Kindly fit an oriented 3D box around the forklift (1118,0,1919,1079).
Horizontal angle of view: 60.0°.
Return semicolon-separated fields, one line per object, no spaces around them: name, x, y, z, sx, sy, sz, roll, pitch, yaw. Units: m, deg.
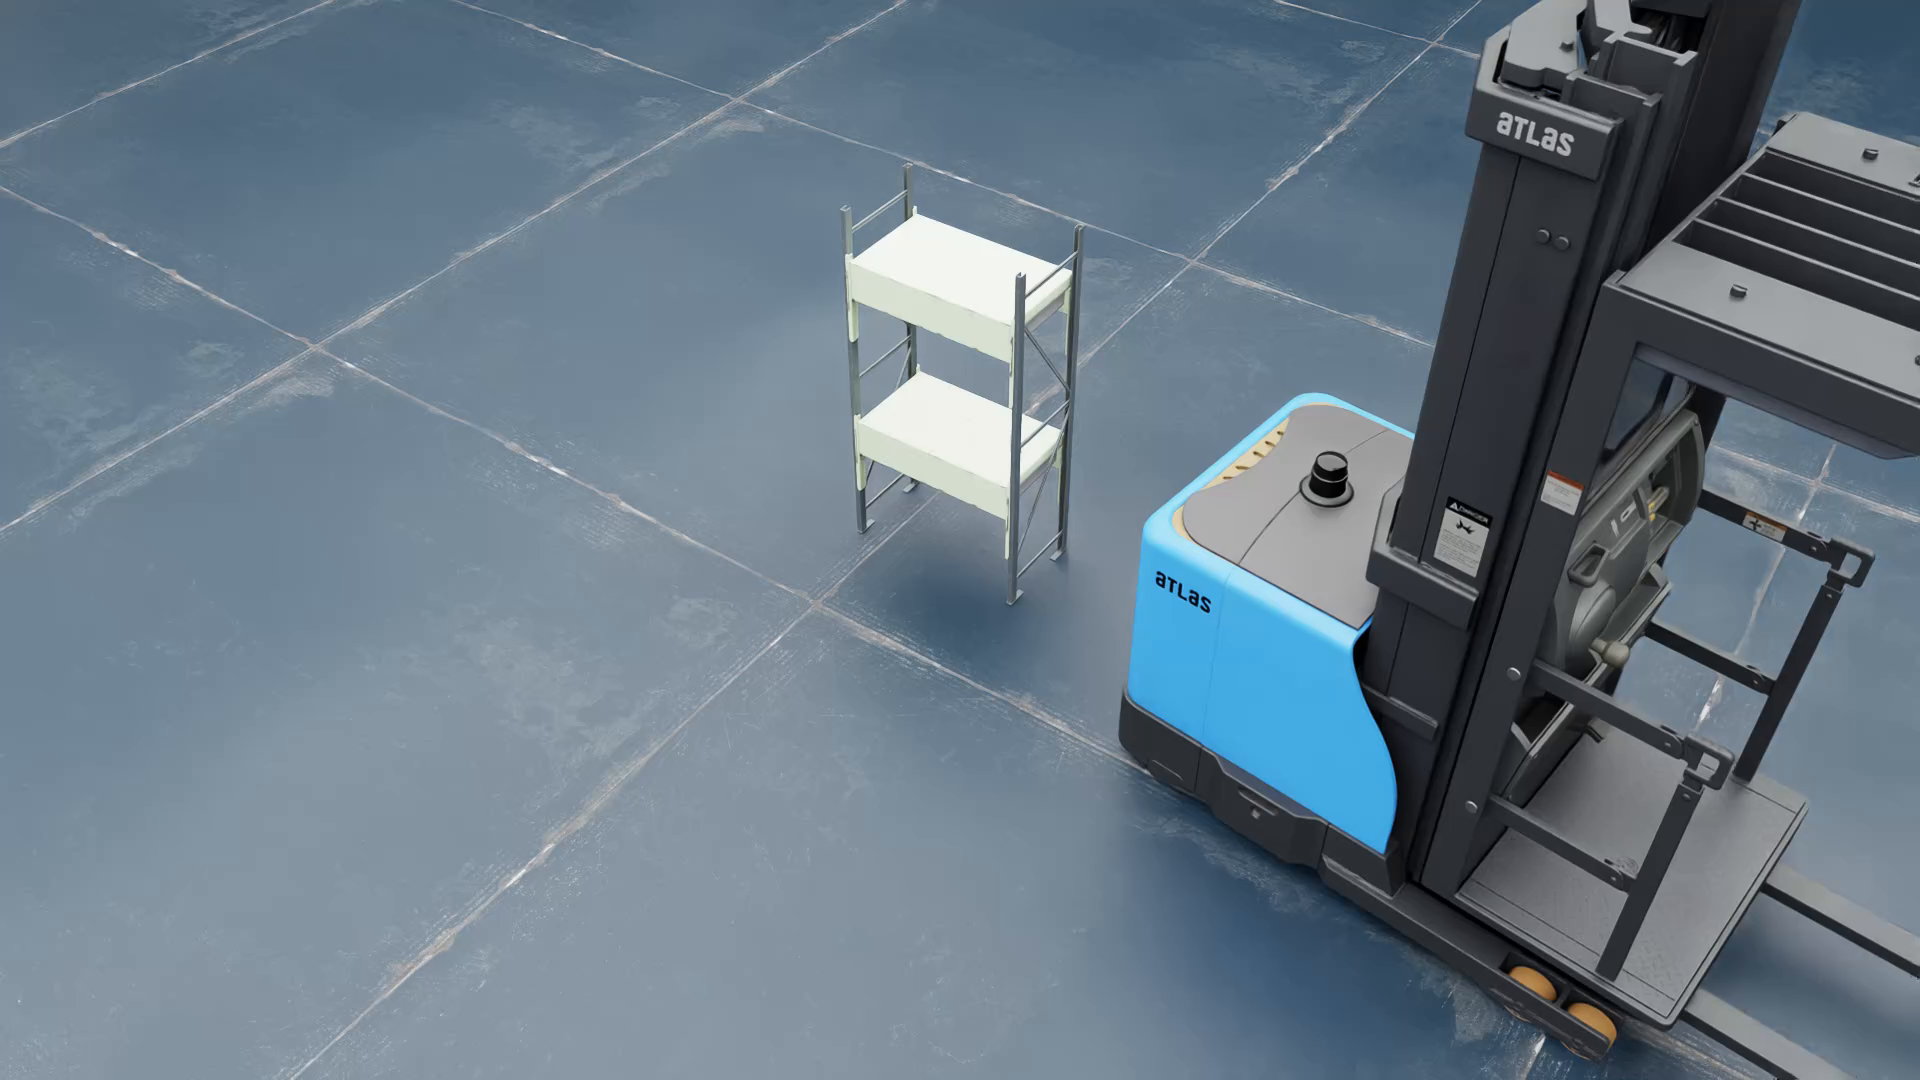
forklift;1.998;0.066;4.479;3.031;2.935;1.130;30;50;30

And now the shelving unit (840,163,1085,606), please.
shelving unit;0.005;-0.556;6.247;0.755;1.500;0.431;25;48;25

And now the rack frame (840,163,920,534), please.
rack frame;-0.294;-0.697;6.404;0.023;1.500;0.400;25;48;25

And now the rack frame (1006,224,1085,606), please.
rack frame;0.305;-0.416;6.090;0.023;1.500;0.400;25;48;25

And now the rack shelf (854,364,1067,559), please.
rack shelf;0.005;-0.313;6.464;0.720;0.370;0.431;25;48;25

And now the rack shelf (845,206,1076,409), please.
rack shelf;0.005;-0.847;5.987;0.720;0.370;0.431;25;48;25
